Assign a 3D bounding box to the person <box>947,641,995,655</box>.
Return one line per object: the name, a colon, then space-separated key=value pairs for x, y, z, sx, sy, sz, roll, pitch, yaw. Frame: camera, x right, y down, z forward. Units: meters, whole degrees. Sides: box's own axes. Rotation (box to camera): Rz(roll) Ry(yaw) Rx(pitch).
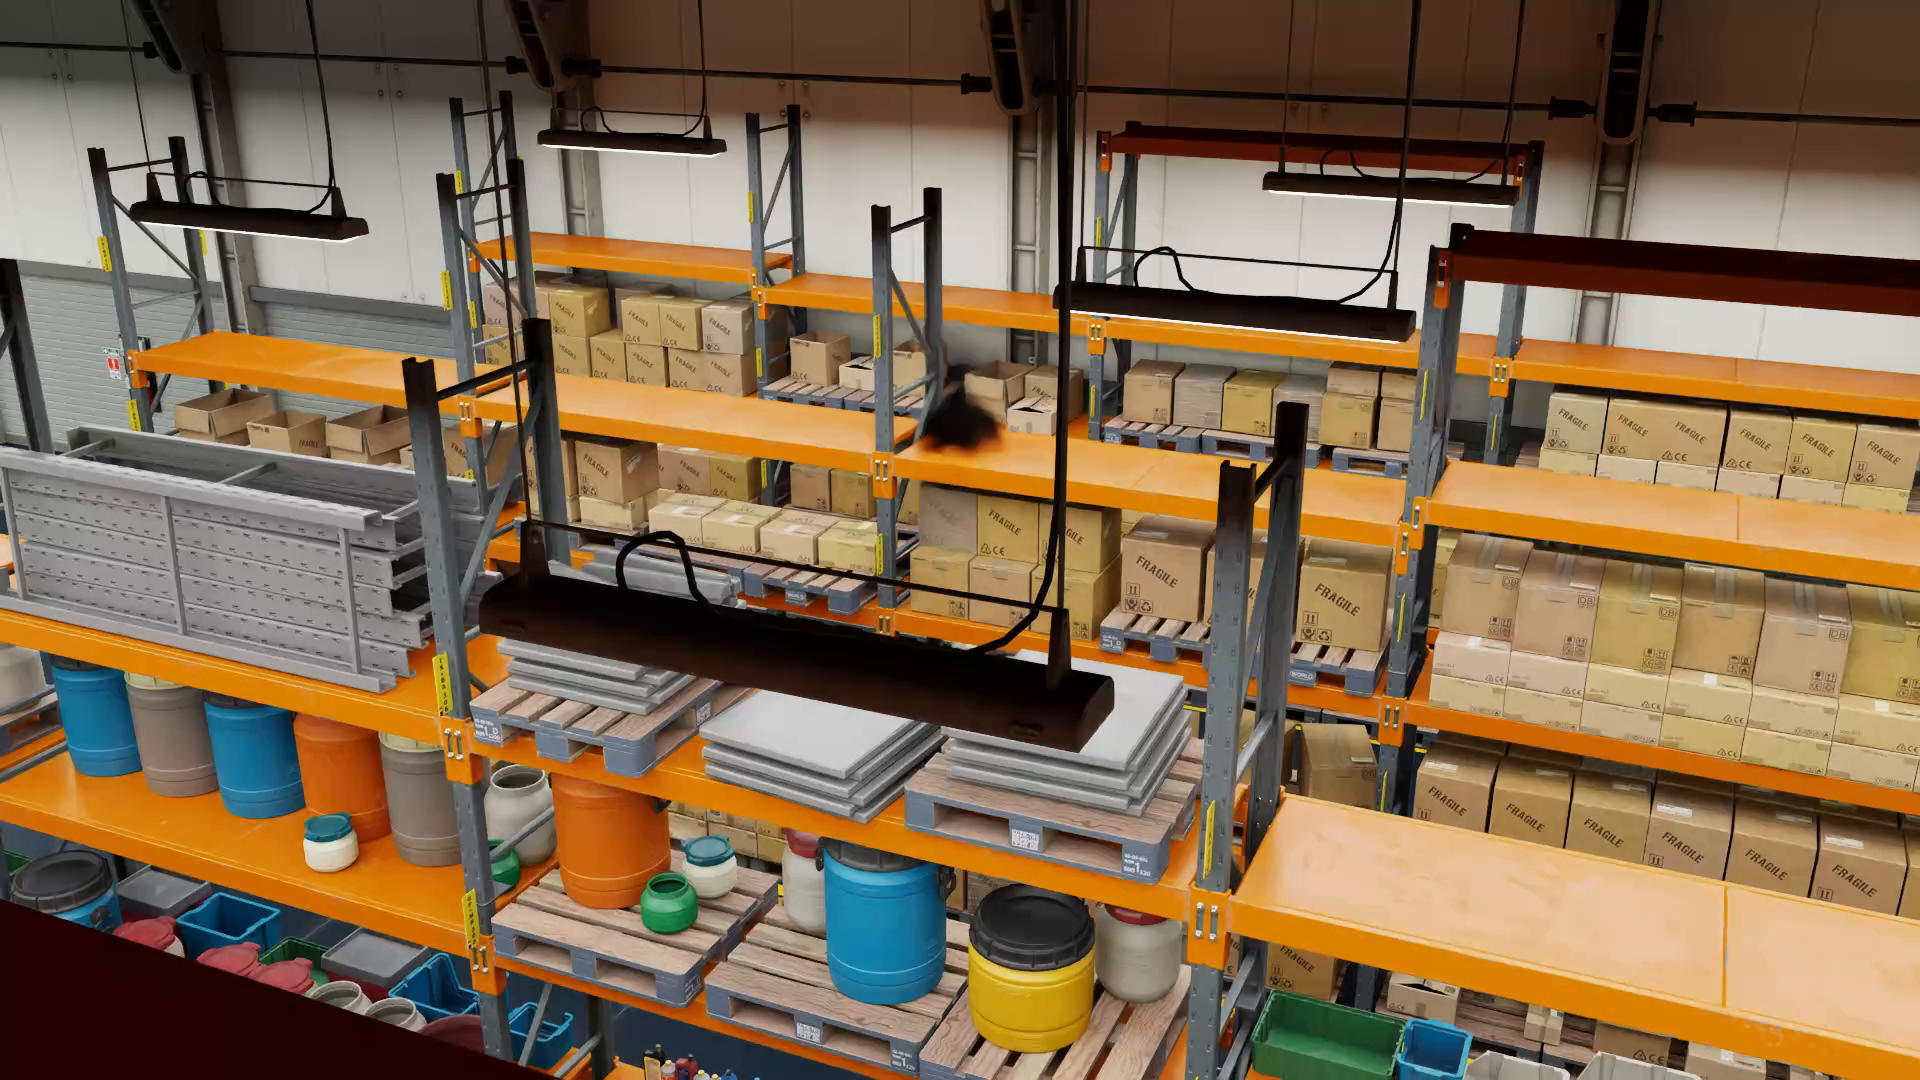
person: x=0.152 y=1.457 z=16.403 sx=0.738 sy=1.711 sz=0.675 roll=7 pitch=22 yaw=19
